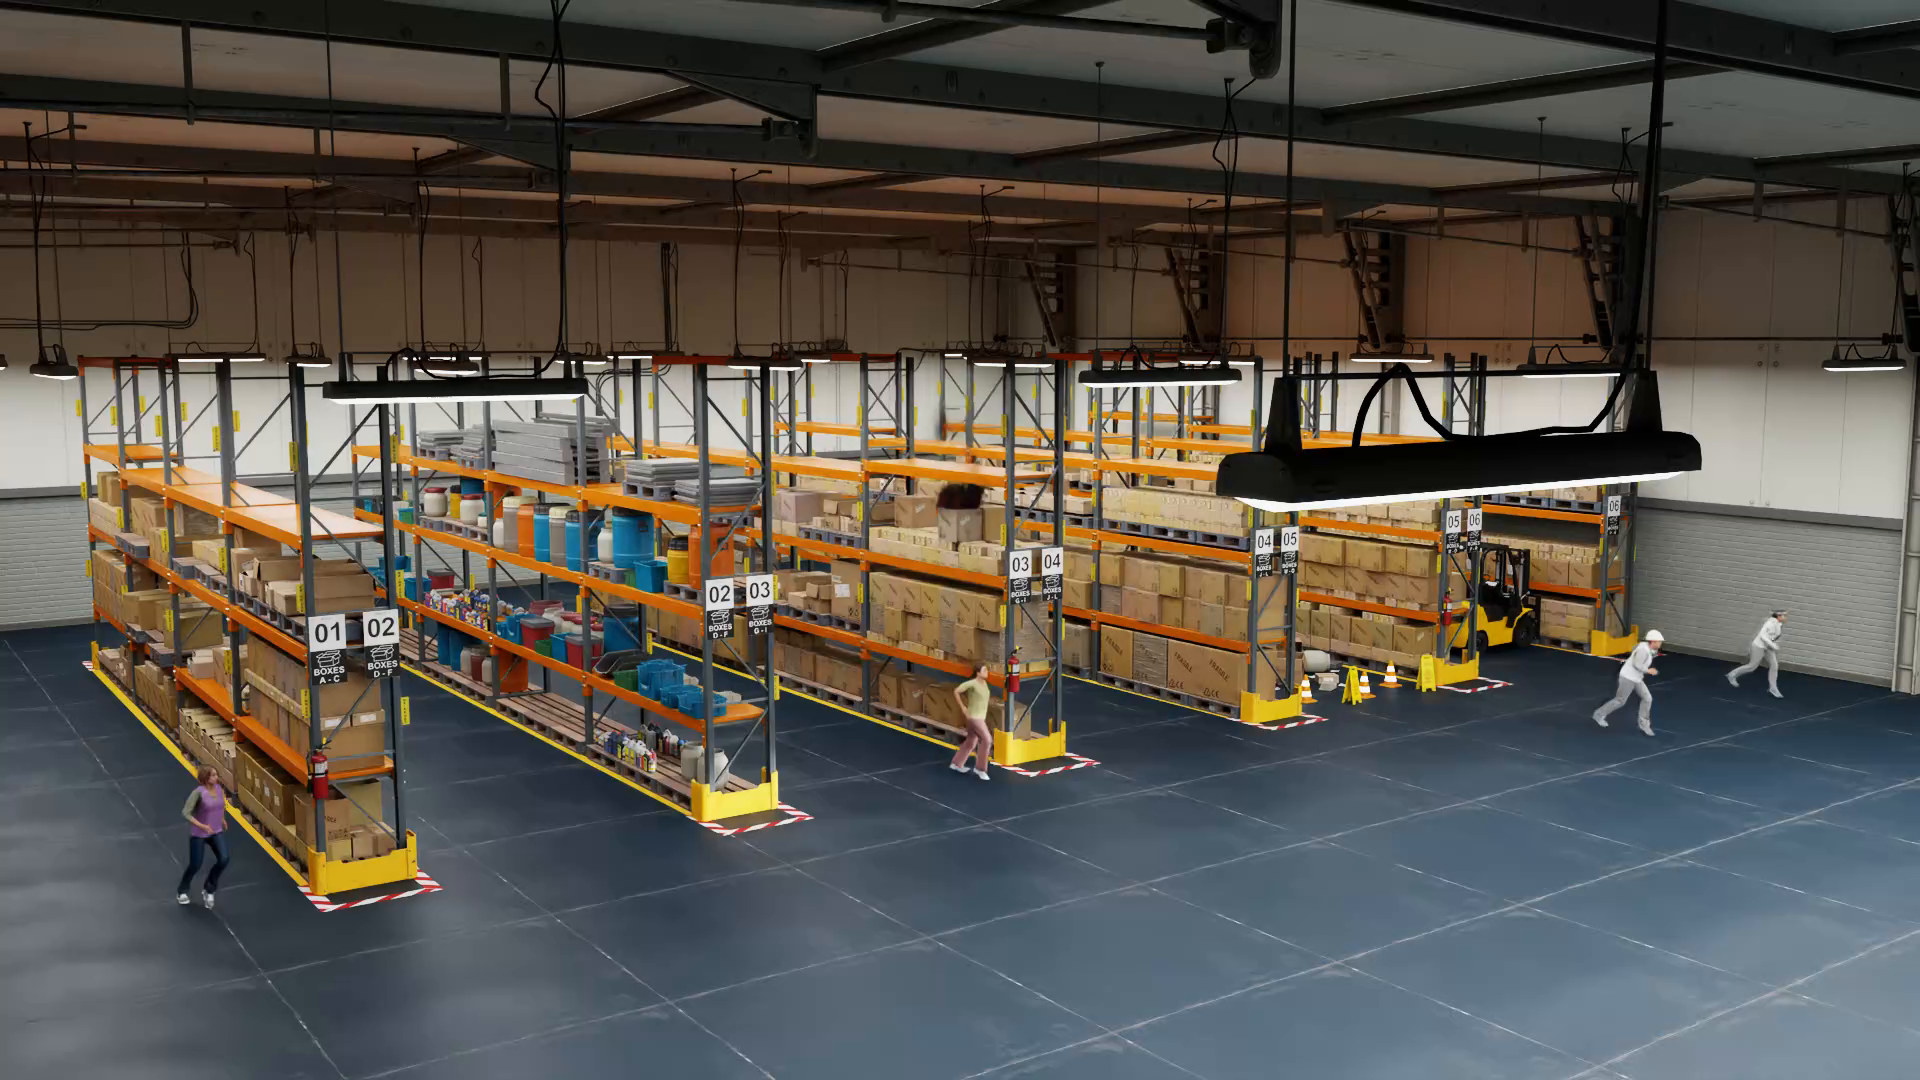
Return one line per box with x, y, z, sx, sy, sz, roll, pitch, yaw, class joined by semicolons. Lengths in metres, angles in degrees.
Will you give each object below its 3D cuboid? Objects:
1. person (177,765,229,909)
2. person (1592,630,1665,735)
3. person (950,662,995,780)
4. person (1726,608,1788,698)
-8.429;3.305;18.638;0.611;1.581;0.598;5;8;33;person
10.766;2.280;26.774;1.043;1.733;0.702;4;8;27;person
0.199;2.611;24.115;0.694;1.706;0.566;3;8;26;person
14.222;1.970;29.668;0.977;1.627;0.611;6;9;39;person
